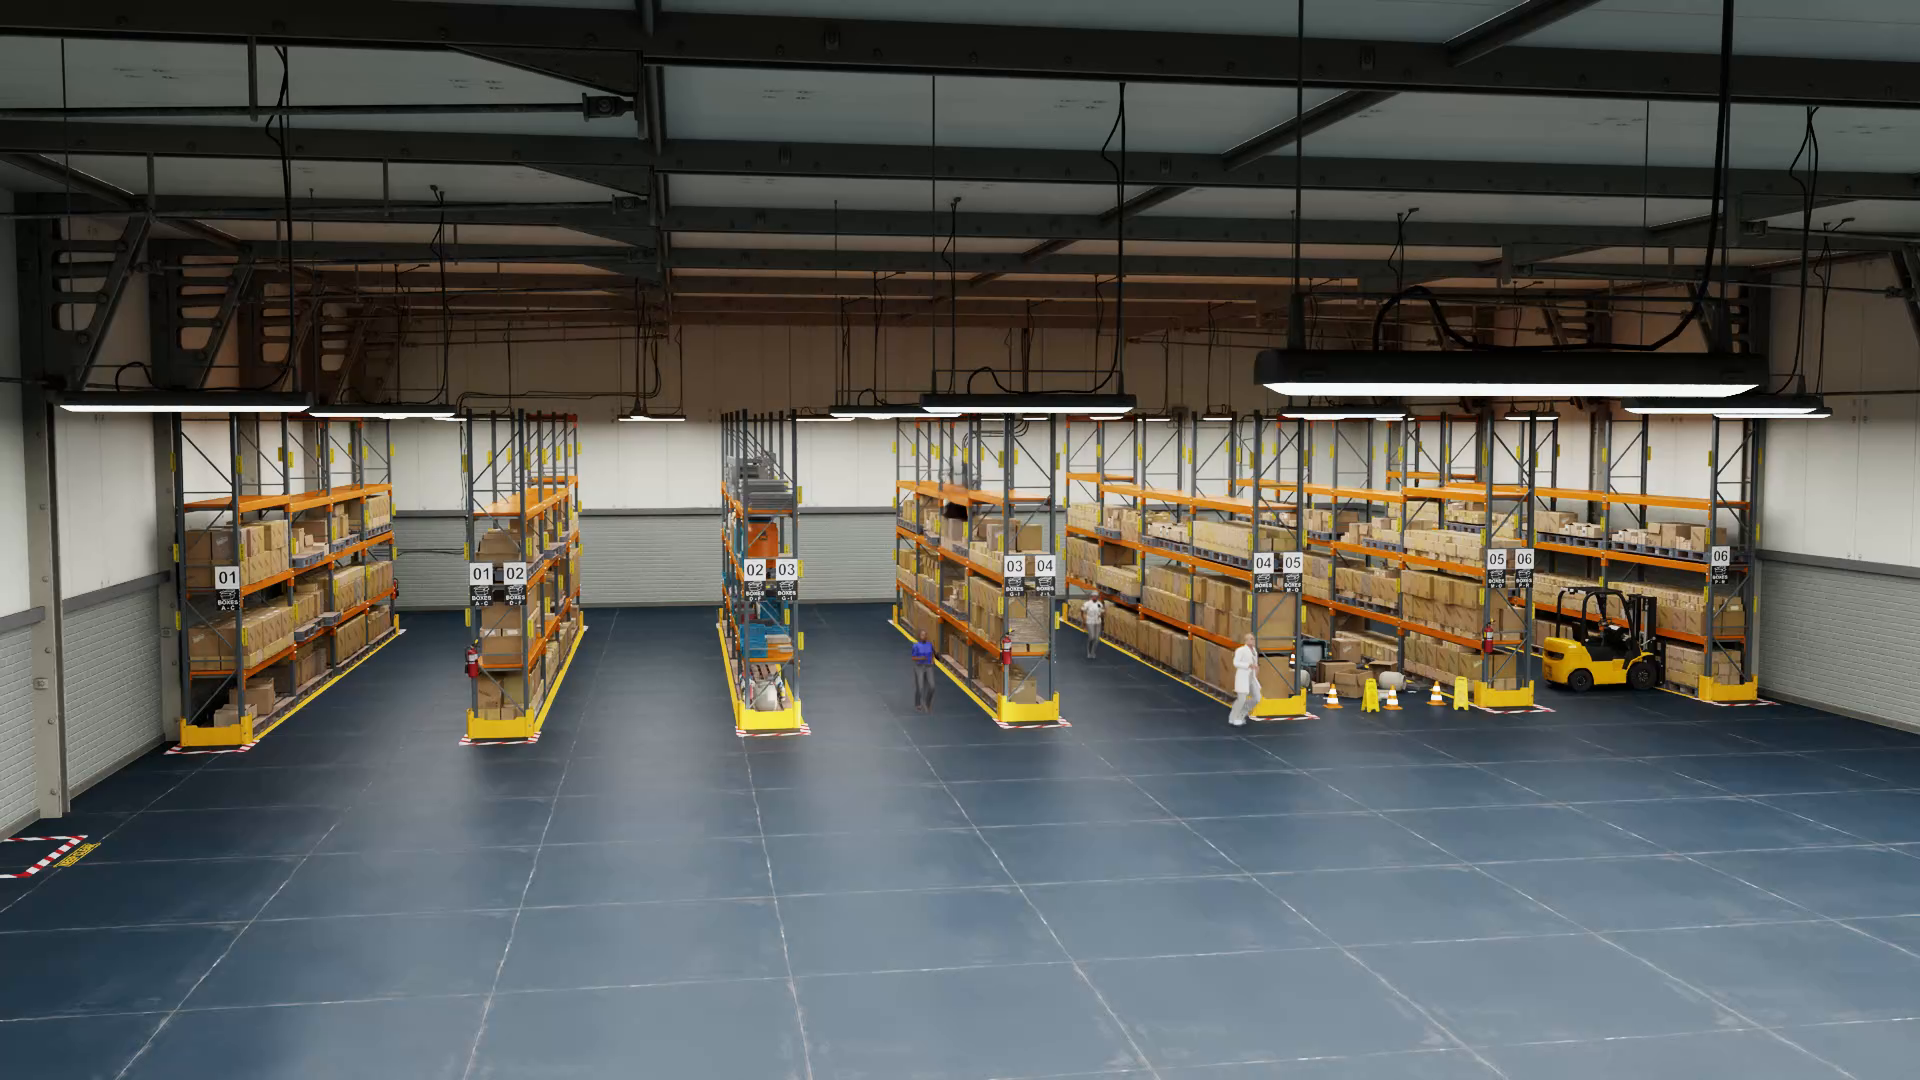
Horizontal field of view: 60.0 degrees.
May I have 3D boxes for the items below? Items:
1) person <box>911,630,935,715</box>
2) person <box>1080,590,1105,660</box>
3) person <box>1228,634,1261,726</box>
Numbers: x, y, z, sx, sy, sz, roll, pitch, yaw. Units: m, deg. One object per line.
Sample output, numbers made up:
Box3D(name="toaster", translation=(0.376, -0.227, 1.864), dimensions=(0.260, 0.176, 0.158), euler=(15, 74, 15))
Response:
Box3D(name="person", translation=(-0.703, 2.618, 32.818), dimensions=(0.553, 1.699, 0.681), euler=(-1, 4, -21))
Box3D(name="person", translation=(3.256, 2.059, 40.451), dimensions=(0.548, 1.699, 0.674), euler=(-1, 4, -13))
Box3D(name="person", translation=(5.483, 2.660, 31.517), dimensions=(0.716, 1.762, 0.709), euler=(-3, 5, -35))
